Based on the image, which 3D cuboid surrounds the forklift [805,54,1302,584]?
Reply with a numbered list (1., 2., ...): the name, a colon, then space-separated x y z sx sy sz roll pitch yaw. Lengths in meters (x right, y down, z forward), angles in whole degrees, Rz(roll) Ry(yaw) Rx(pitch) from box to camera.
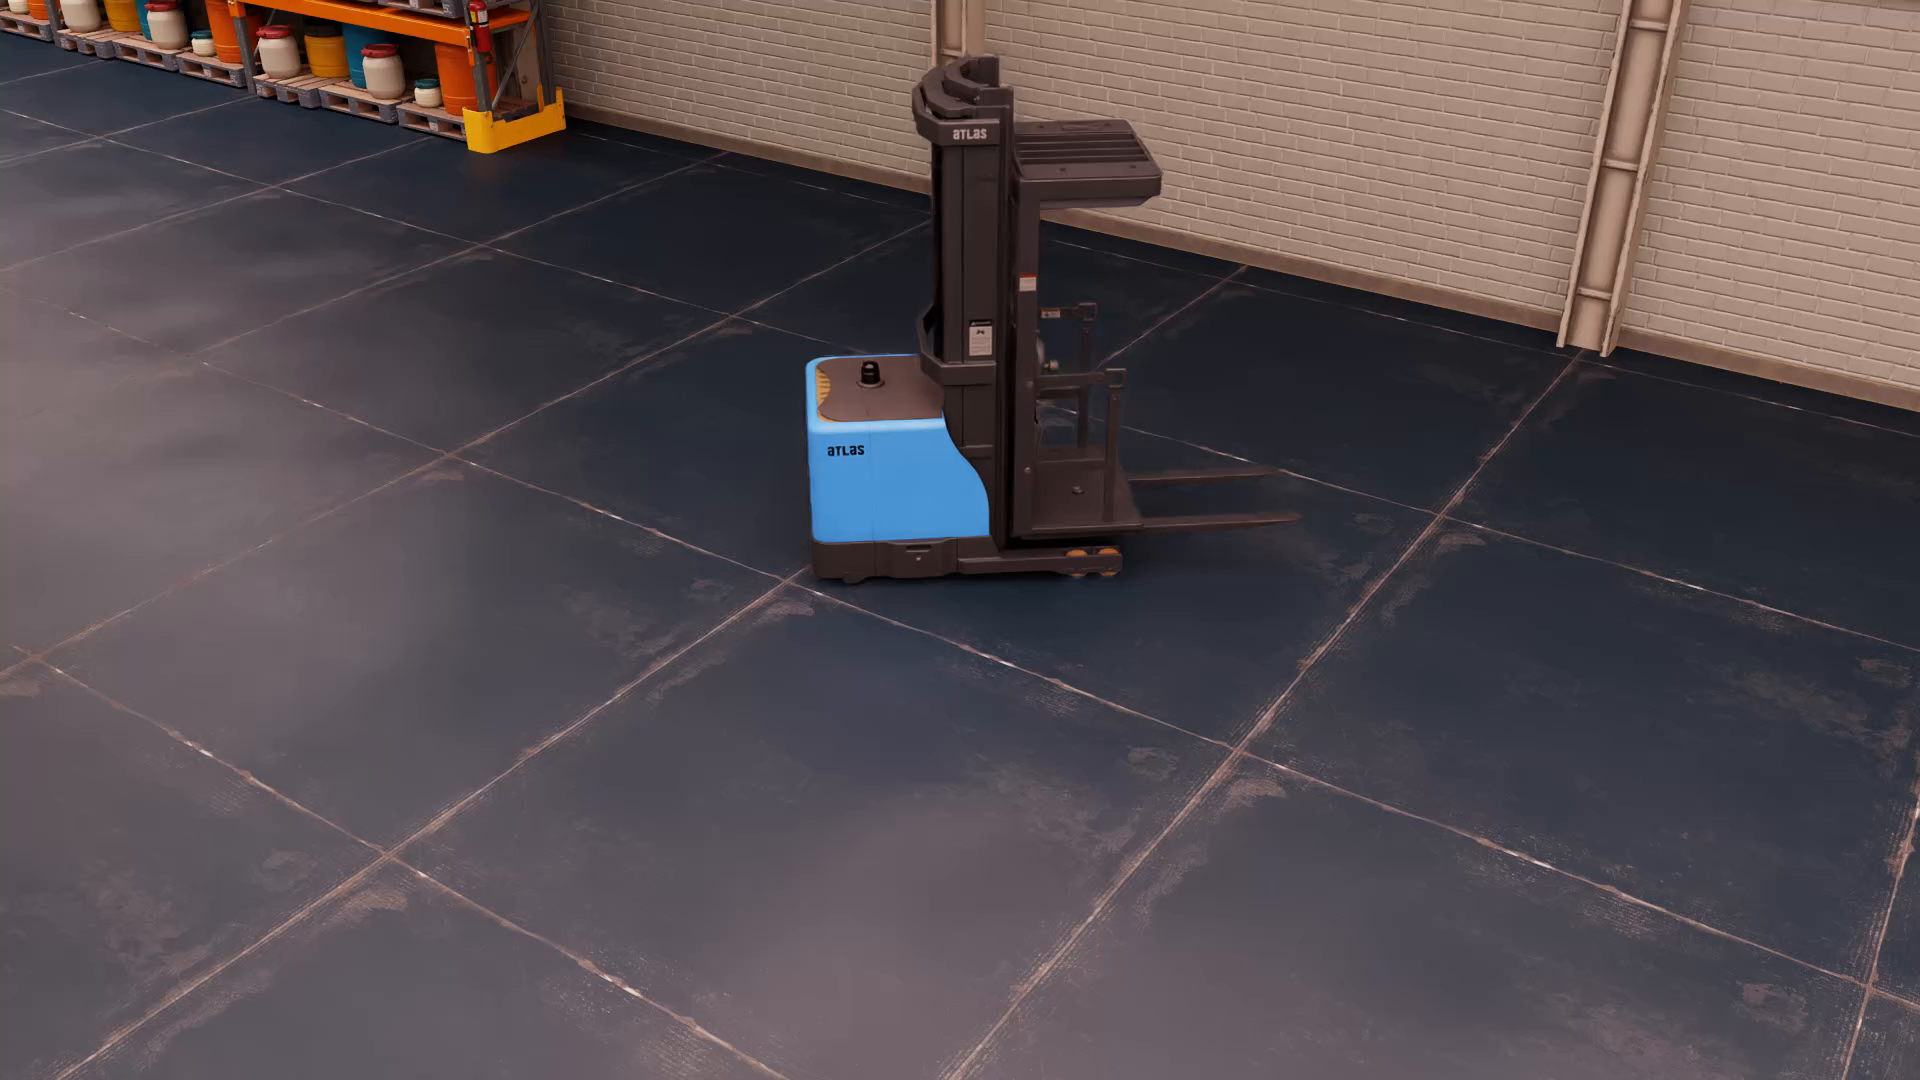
1. forklift: 0.576 -1.303 9.824 3.031 2.935 1.130 -3 30 -5
